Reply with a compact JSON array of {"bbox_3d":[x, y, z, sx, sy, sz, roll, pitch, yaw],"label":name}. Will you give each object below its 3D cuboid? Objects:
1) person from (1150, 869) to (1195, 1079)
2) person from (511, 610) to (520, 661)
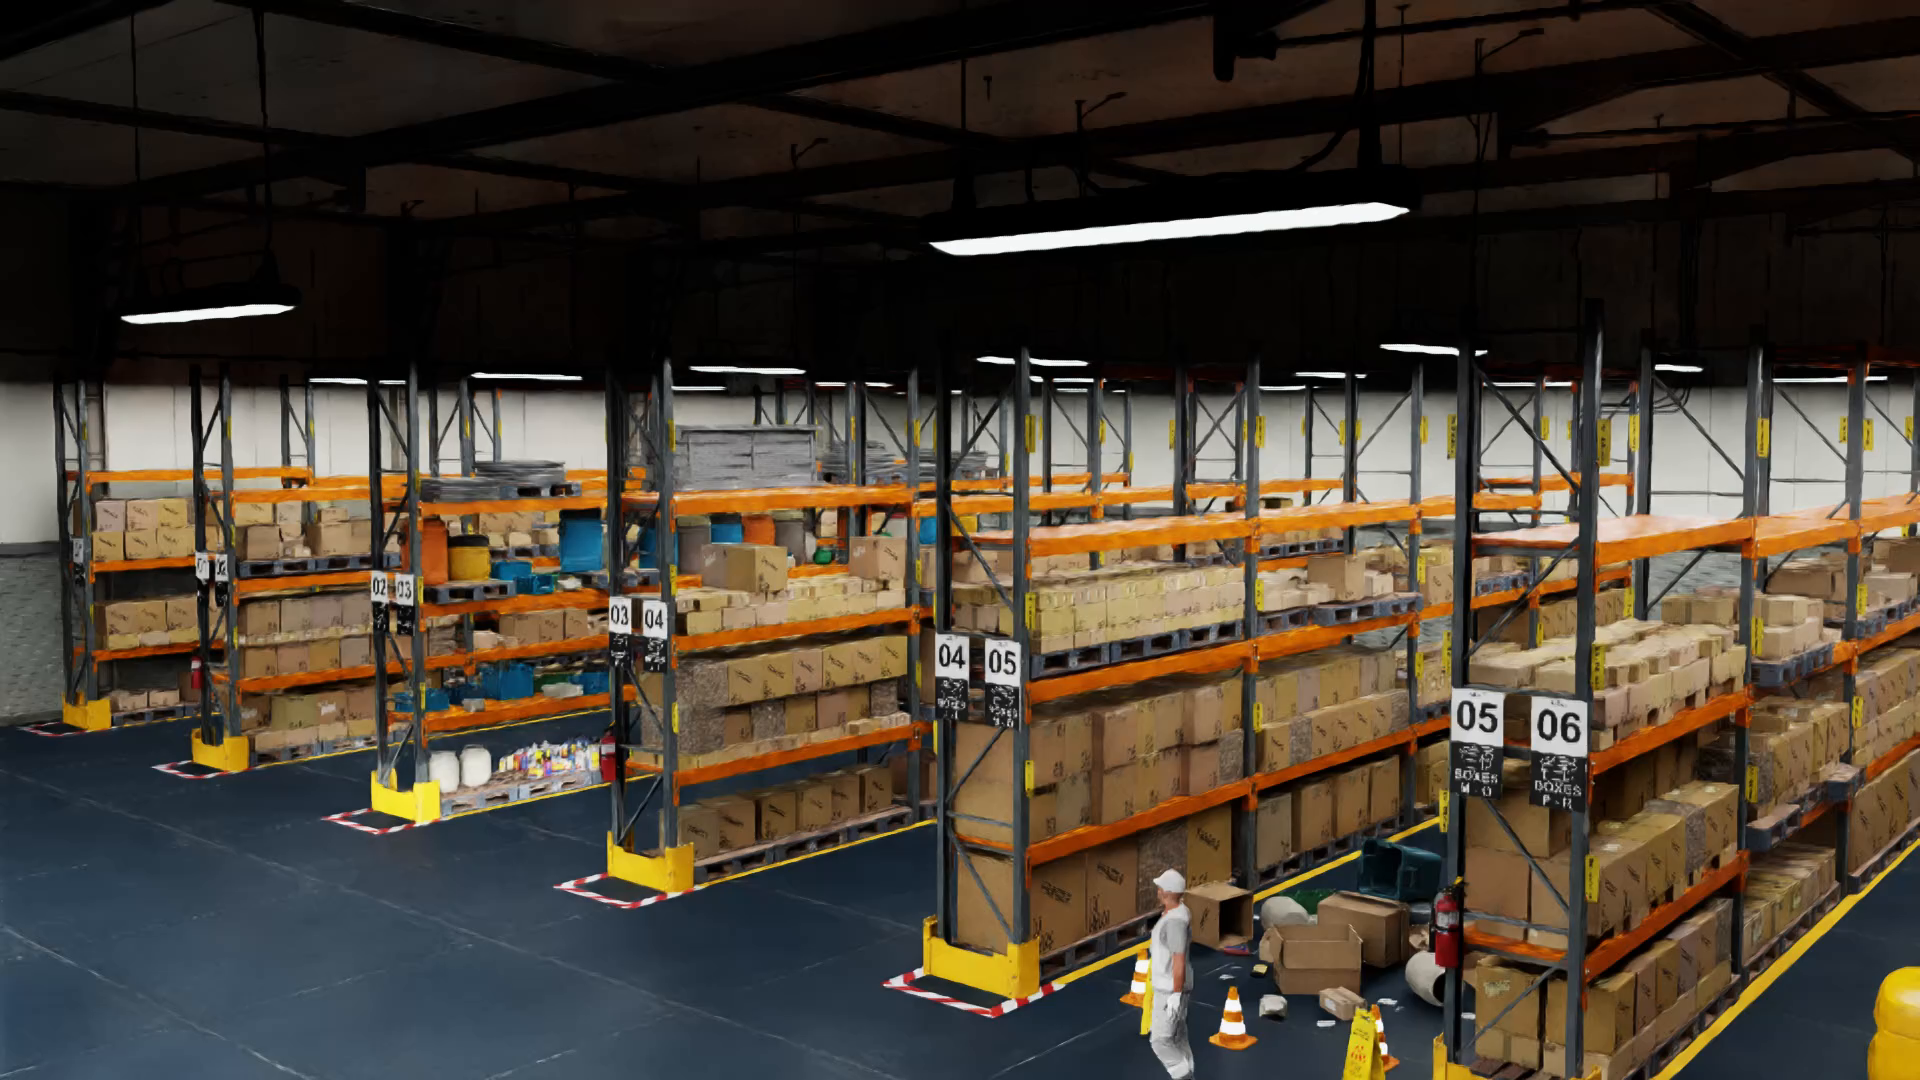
[{"bbox_3d":[1.617,3.366,12.442,0.388,1.781,0.624,1,4,9],"label":"person"},{"bbox_3d":[-8.266,2.111,31.094,0.381,1.602,0.469,1,4,9],"label":"person"}]
